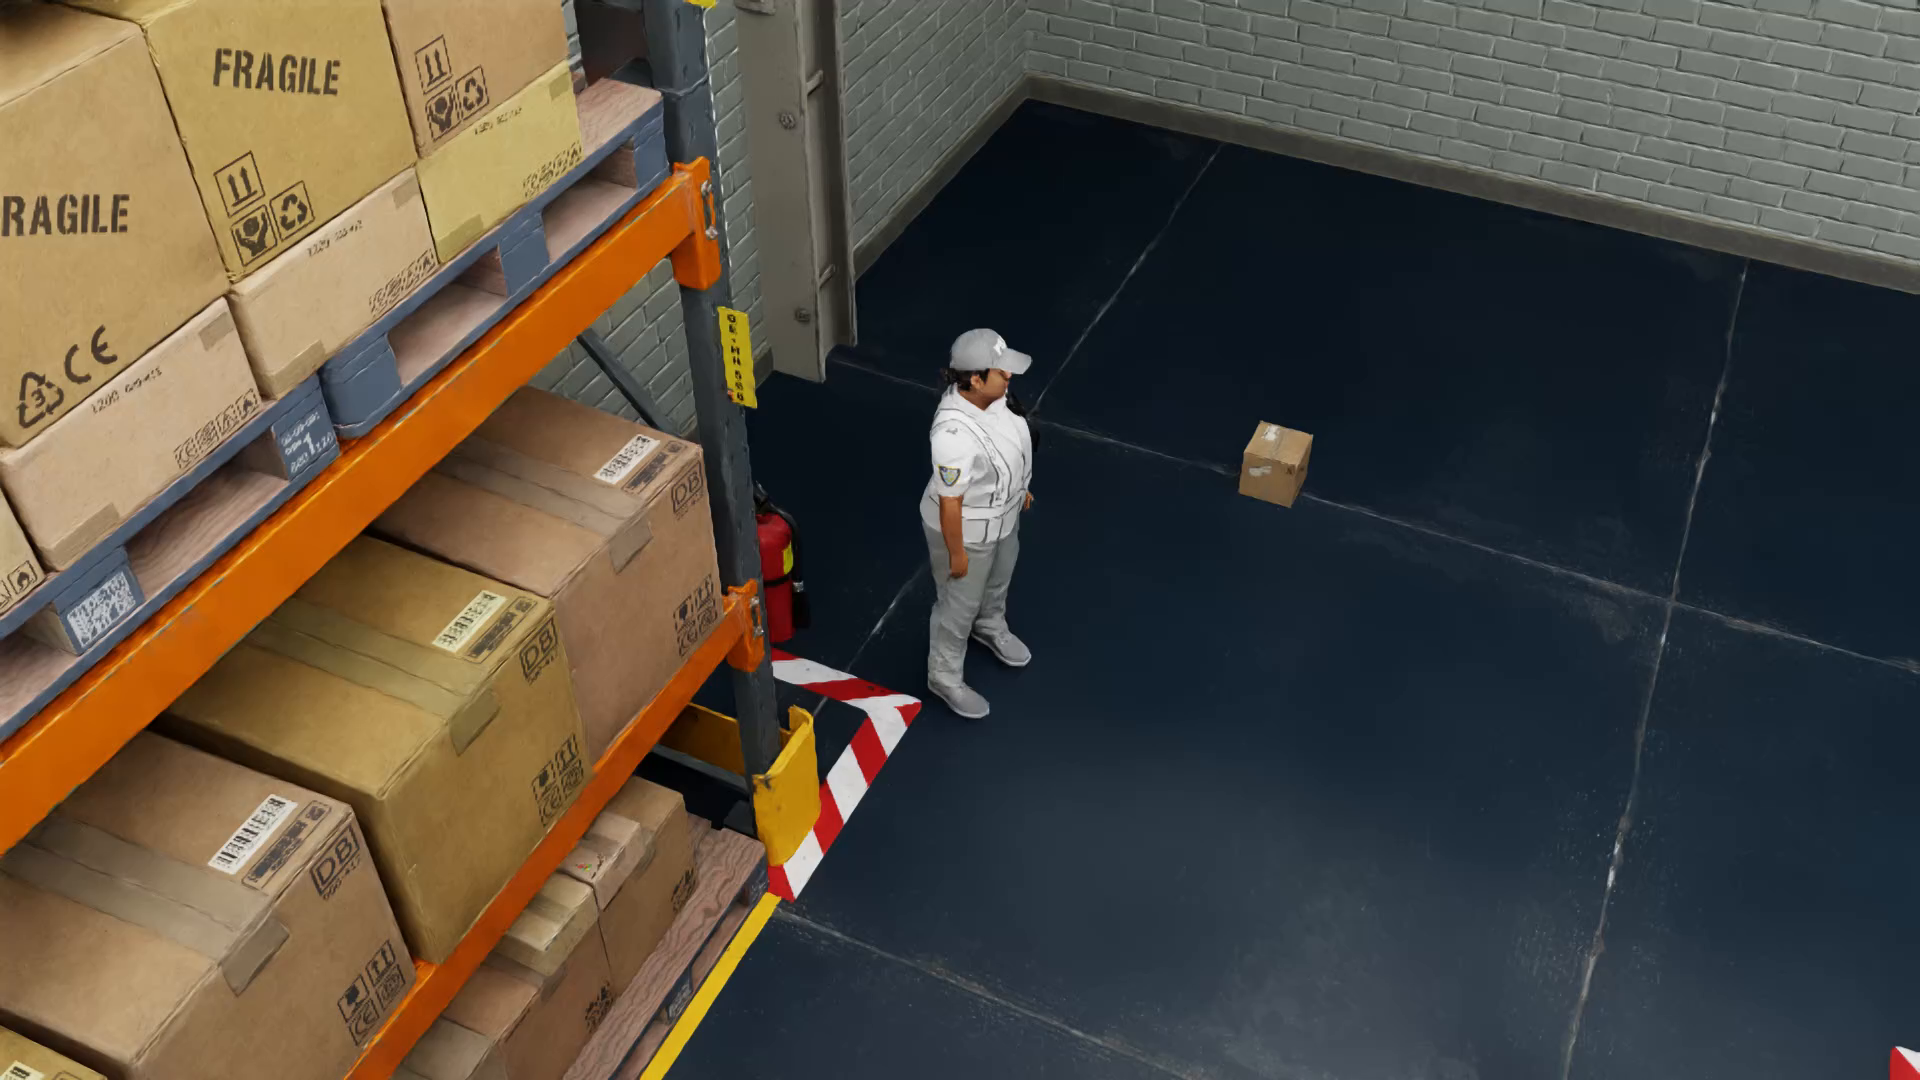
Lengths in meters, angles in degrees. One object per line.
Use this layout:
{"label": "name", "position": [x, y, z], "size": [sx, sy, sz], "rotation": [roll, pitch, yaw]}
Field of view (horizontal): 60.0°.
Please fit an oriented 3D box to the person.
{"label": "person", "position": [0.060, -0.088, 6.226], "size": [0.399, 1.672, 0.520], "rotation": [15, 44, 16]}
